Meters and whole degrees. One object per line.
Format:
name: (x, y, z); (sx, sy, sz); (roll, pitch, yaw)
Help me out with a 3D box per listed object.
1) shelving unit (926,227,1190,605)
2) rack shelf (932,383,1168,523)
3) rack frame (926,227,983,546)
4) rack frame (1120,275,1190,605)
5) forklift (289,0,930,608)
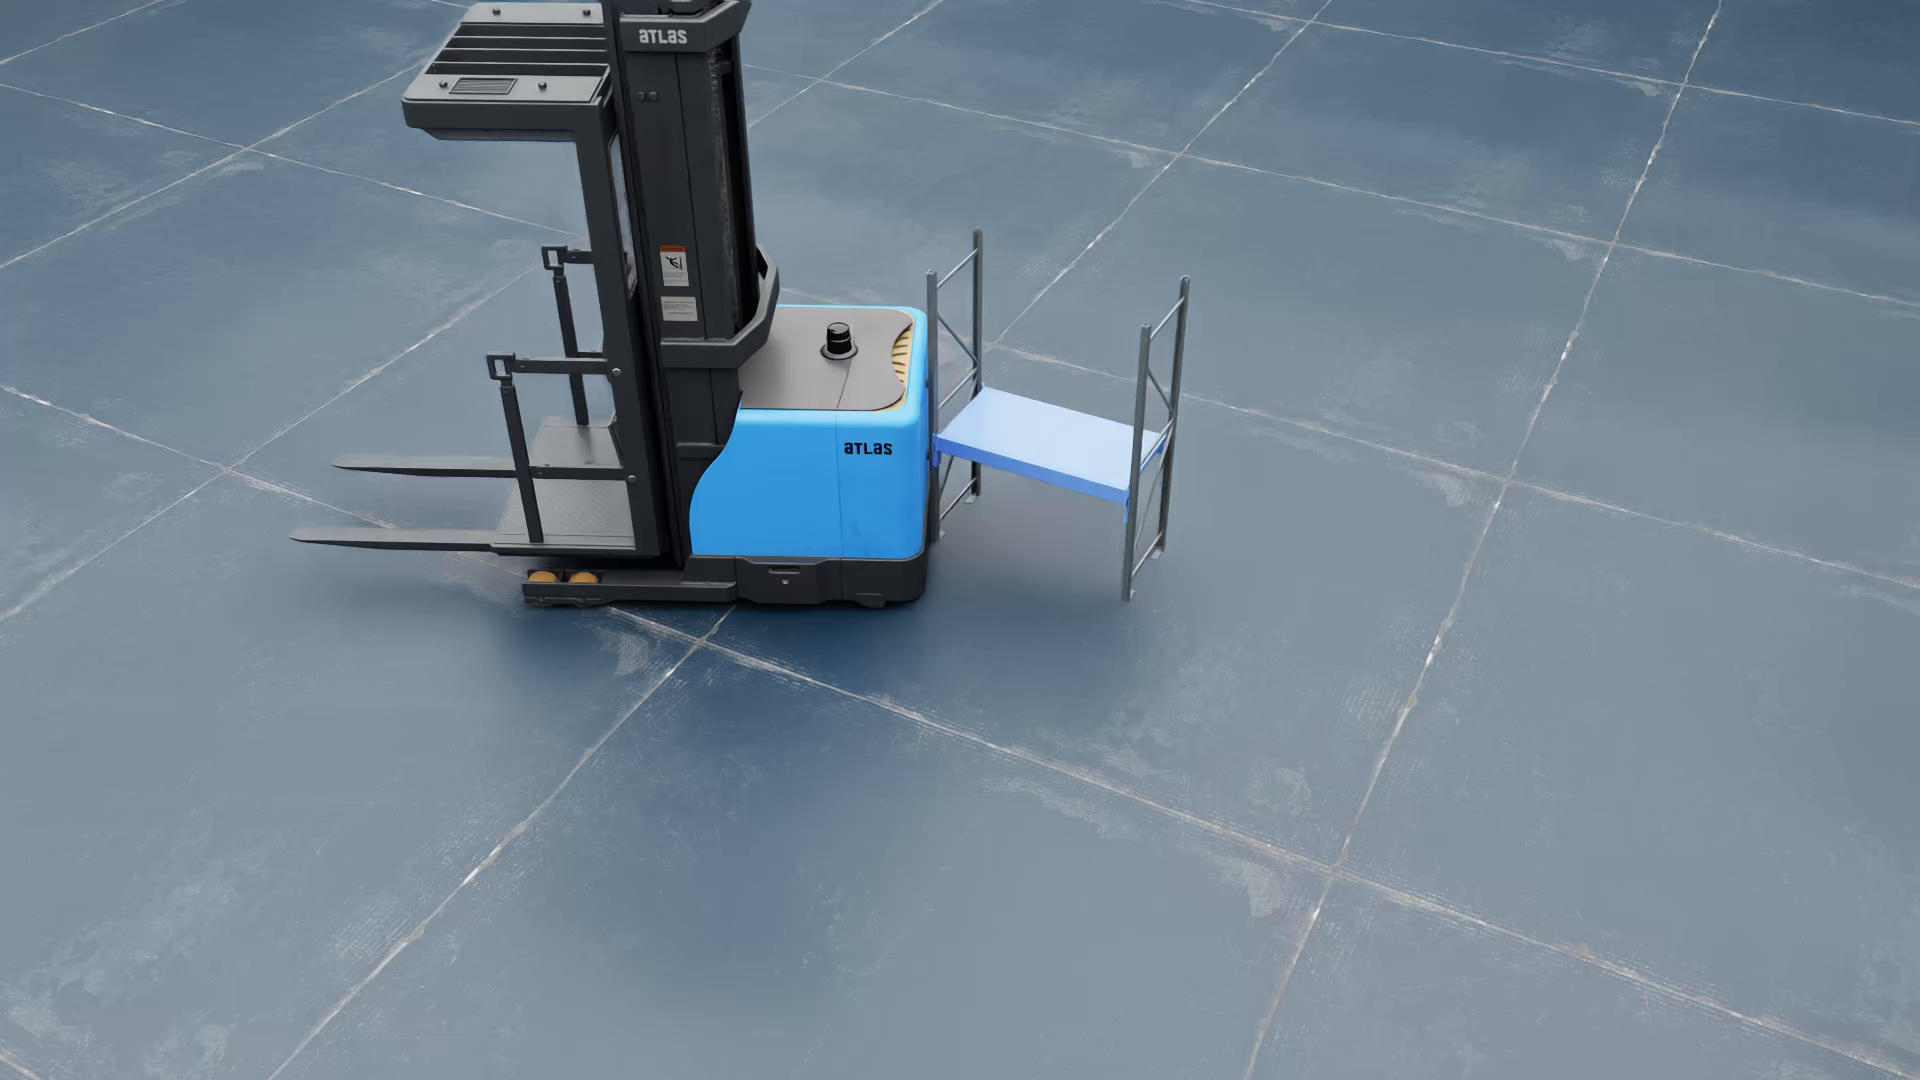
shelving unit: (0.432, -0.568, 7.758); (1.048, 1.500, 0.538); (17, 40, 21)
rack shelf: (0.432, -0.425, 7.867); (1.000, 0.185, 0.538); (17, 40, 21)
rack frame: (-0.021, -0.708, 7.942); (0.032, 1.500, 0.500); (17, 40, 21)
rack frame: (0.884, -0.428, 7.573); (0.032, 1.500, 0.500); (17, 40, 21)
forklift: (-1.664, -1.170, 7.367); (3.031, 2.935, 1.130); (1, 37, 2)
